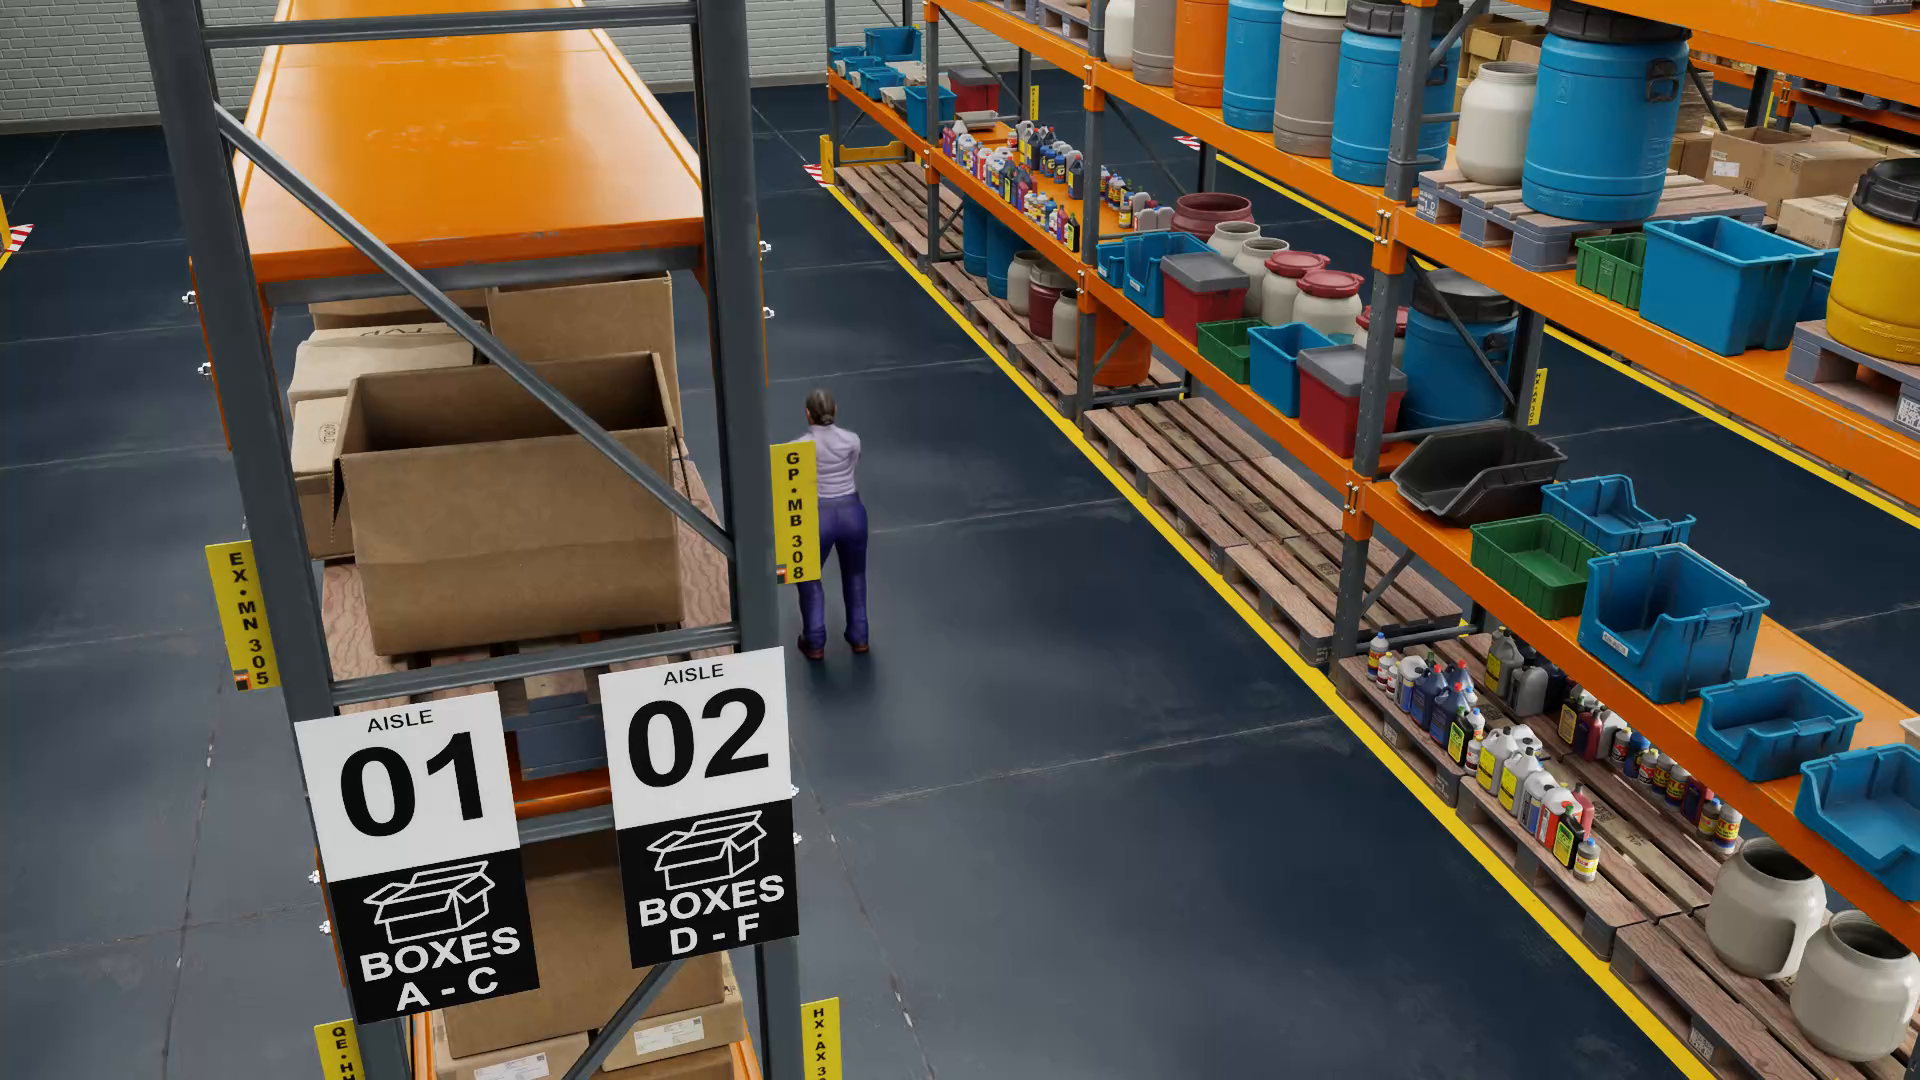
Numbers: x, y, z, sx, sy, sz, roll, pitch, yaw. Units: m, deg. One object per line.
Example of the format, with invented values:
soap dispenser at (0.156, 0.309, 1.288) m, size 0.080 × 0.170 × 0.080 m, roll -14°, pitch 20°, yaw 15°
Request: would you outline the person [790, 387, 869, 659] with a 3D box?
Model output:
person at (-0.781, -0.122, 9.627) m, size 0.435 × 1.642 × 0.540 m, roll -9°, pitch 28°, yaw -17°
